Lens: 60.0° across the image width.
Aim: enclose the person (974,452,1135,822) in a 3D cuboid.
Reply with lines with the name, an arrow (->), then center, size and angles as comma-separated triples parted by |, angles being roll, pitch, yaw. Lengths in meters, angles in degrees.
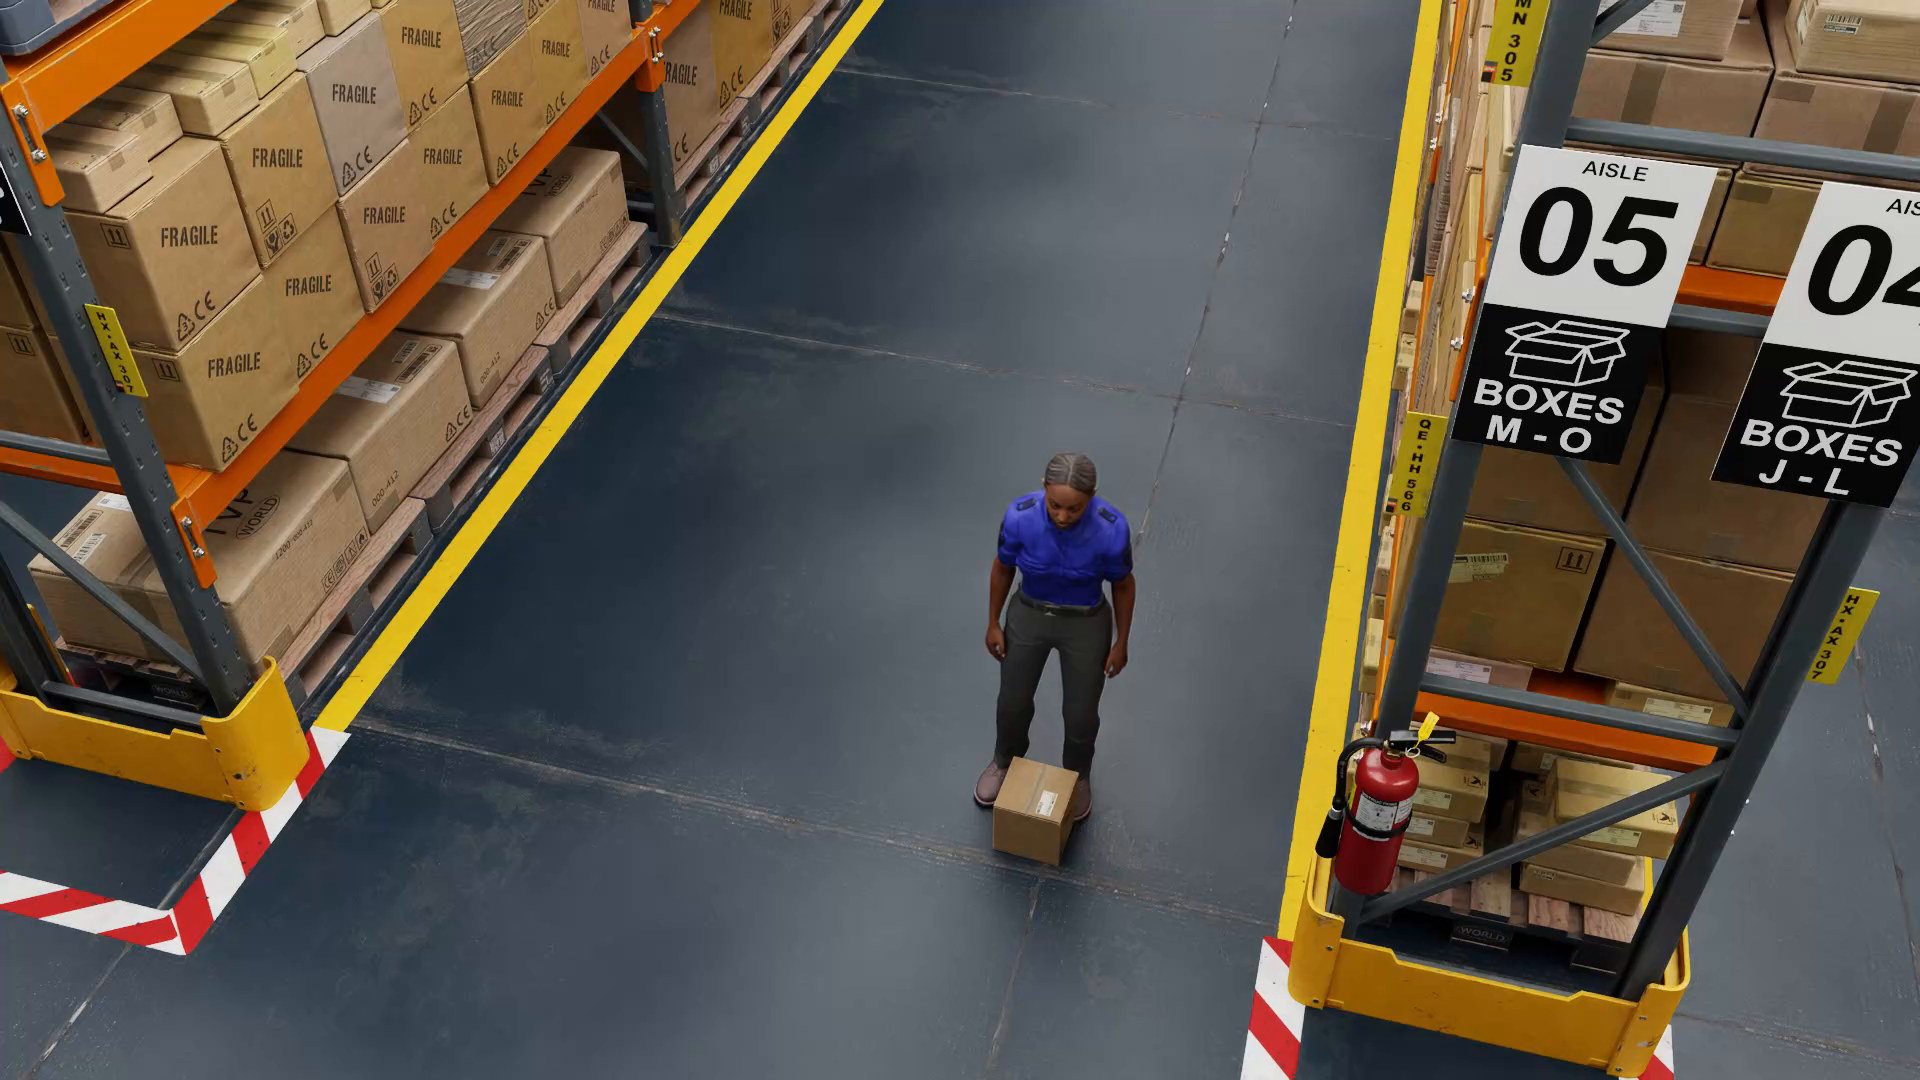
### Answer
person -> 0.332, 0.316, 5.801 | 0.527, 1.655, 0.348 | 9, 42, 10
